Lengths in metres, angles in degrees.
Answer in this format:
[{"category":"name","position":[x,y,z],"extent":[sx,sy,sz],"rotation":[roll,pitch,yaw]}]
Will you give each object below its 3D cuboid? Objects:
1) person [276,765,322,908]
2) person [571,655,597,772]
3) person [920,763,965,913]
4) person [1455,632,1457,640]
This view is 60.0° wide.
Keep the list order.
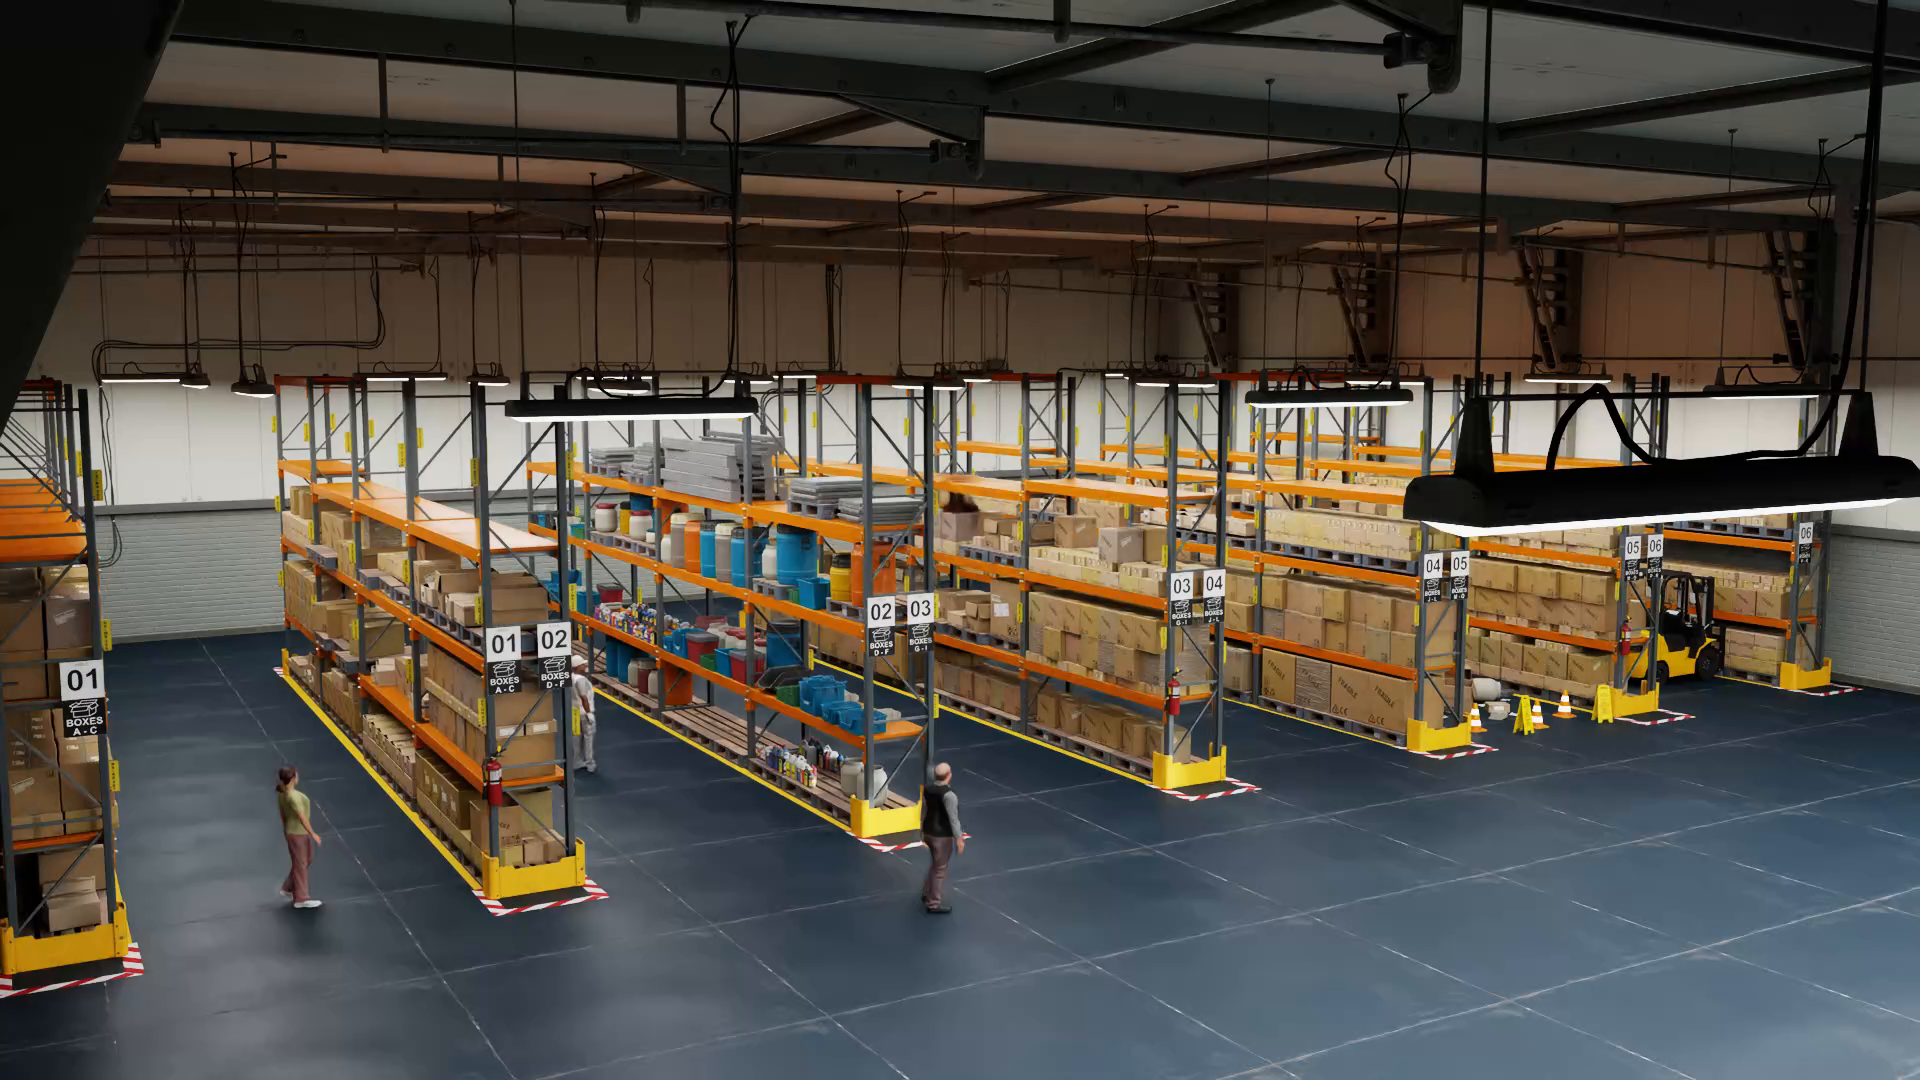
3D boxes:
[{"category":"person","position":[-7.630,3.410,19.191],"extent":[0.487,1.681,0.524],"rotation":[-2,7,-20]},{"category":"person","position":[-5.811,2.651,25.553],"extent":[0.571,1.785,0.434],"rotation":[5,8,39]},{"category":"person","position":[-0.213,3.415,19.039],"extent":[0.413,1.735,0.629],"rotation":[-4,7,-31]},{"category":"person","position":[10.671,1.579,35.417],"extent":[0.528,1.779,0.602],"rotation":[2,7,17]}]
